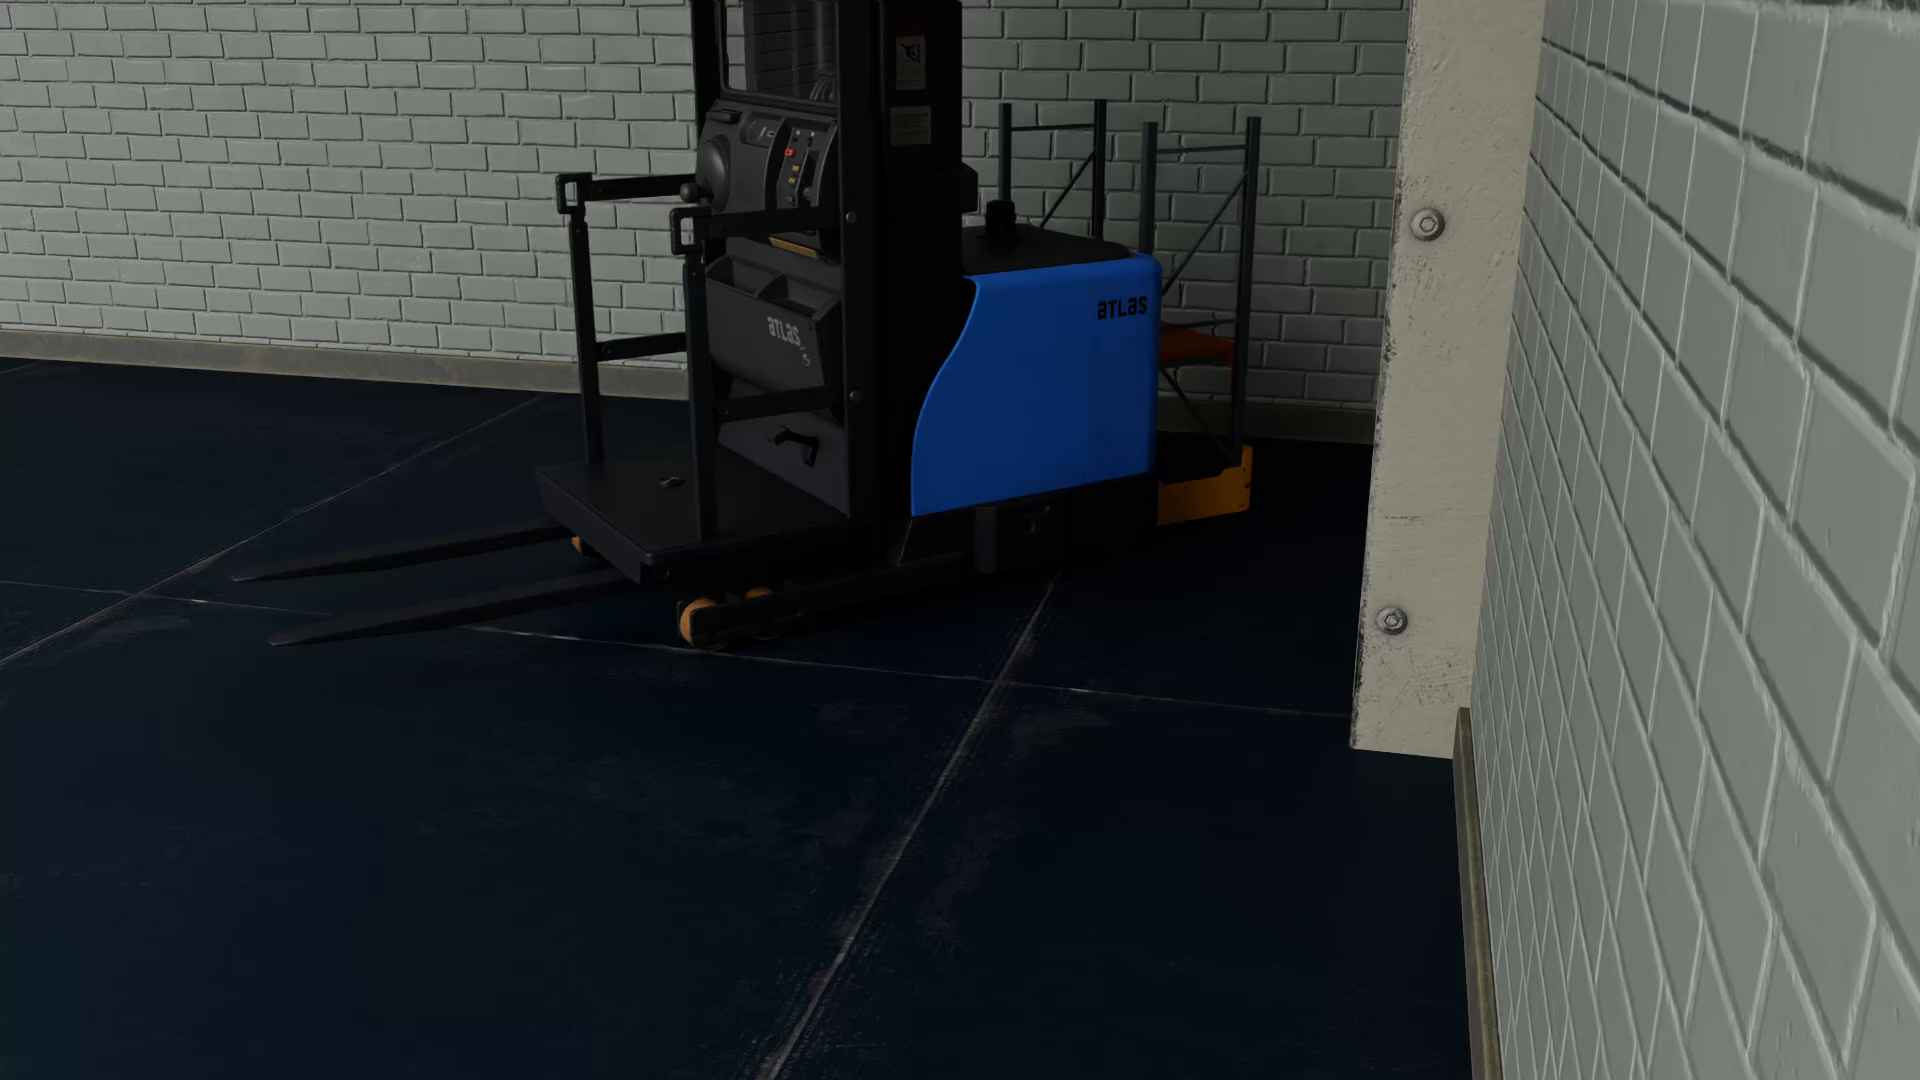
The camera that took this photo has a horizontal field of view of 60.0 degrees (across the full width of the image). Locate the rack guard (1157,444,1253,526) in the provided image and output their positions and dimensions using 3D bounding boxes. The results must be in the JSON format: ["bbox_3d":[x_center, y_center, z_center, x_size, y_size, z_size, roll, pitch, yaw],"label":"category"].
[{"bbox_3d":[0.870,-0.206,6.404,0.587,0.250,0.087,-10,21,-27],"label":"rack guard"}]

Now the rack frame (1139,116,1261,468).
[{"bbox_3d":[0.871,-0.797,6.201,0.500,1.500,0.032,-10,21,-27],"label":"rack frame"}]

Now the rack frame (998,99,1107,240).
[{"bbox_3d":[0.383,-1.085,7.045,0.500,1.500,0.032,-10,21,-27],"label":"rack frame"}]

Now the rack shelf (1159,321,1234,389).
[{"bbox_3d":[0.627,-0.771,6.681,0.538,0.185,1.000,-10,21,-27],"label":"rack shelf"}]

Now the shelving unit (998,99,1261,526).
[{"bbox_3d":[0.631,-0.939,6.615,0.587,1.500,1.083,-10,21,-27],"label":"shelving unit"}]

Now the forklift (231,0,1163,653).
[{"bbox_3d":[-0.807,-1.232,5.260,3.031,2.935,1.130,-11,22,-30],"label":"forklift"}]

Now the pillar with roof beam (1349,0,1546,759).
[{"bbox_3d":[-2.916,-4.082,4.217,9.100,9.000,0.400,5,19,13],"label":"pillar with roof beam"}]
